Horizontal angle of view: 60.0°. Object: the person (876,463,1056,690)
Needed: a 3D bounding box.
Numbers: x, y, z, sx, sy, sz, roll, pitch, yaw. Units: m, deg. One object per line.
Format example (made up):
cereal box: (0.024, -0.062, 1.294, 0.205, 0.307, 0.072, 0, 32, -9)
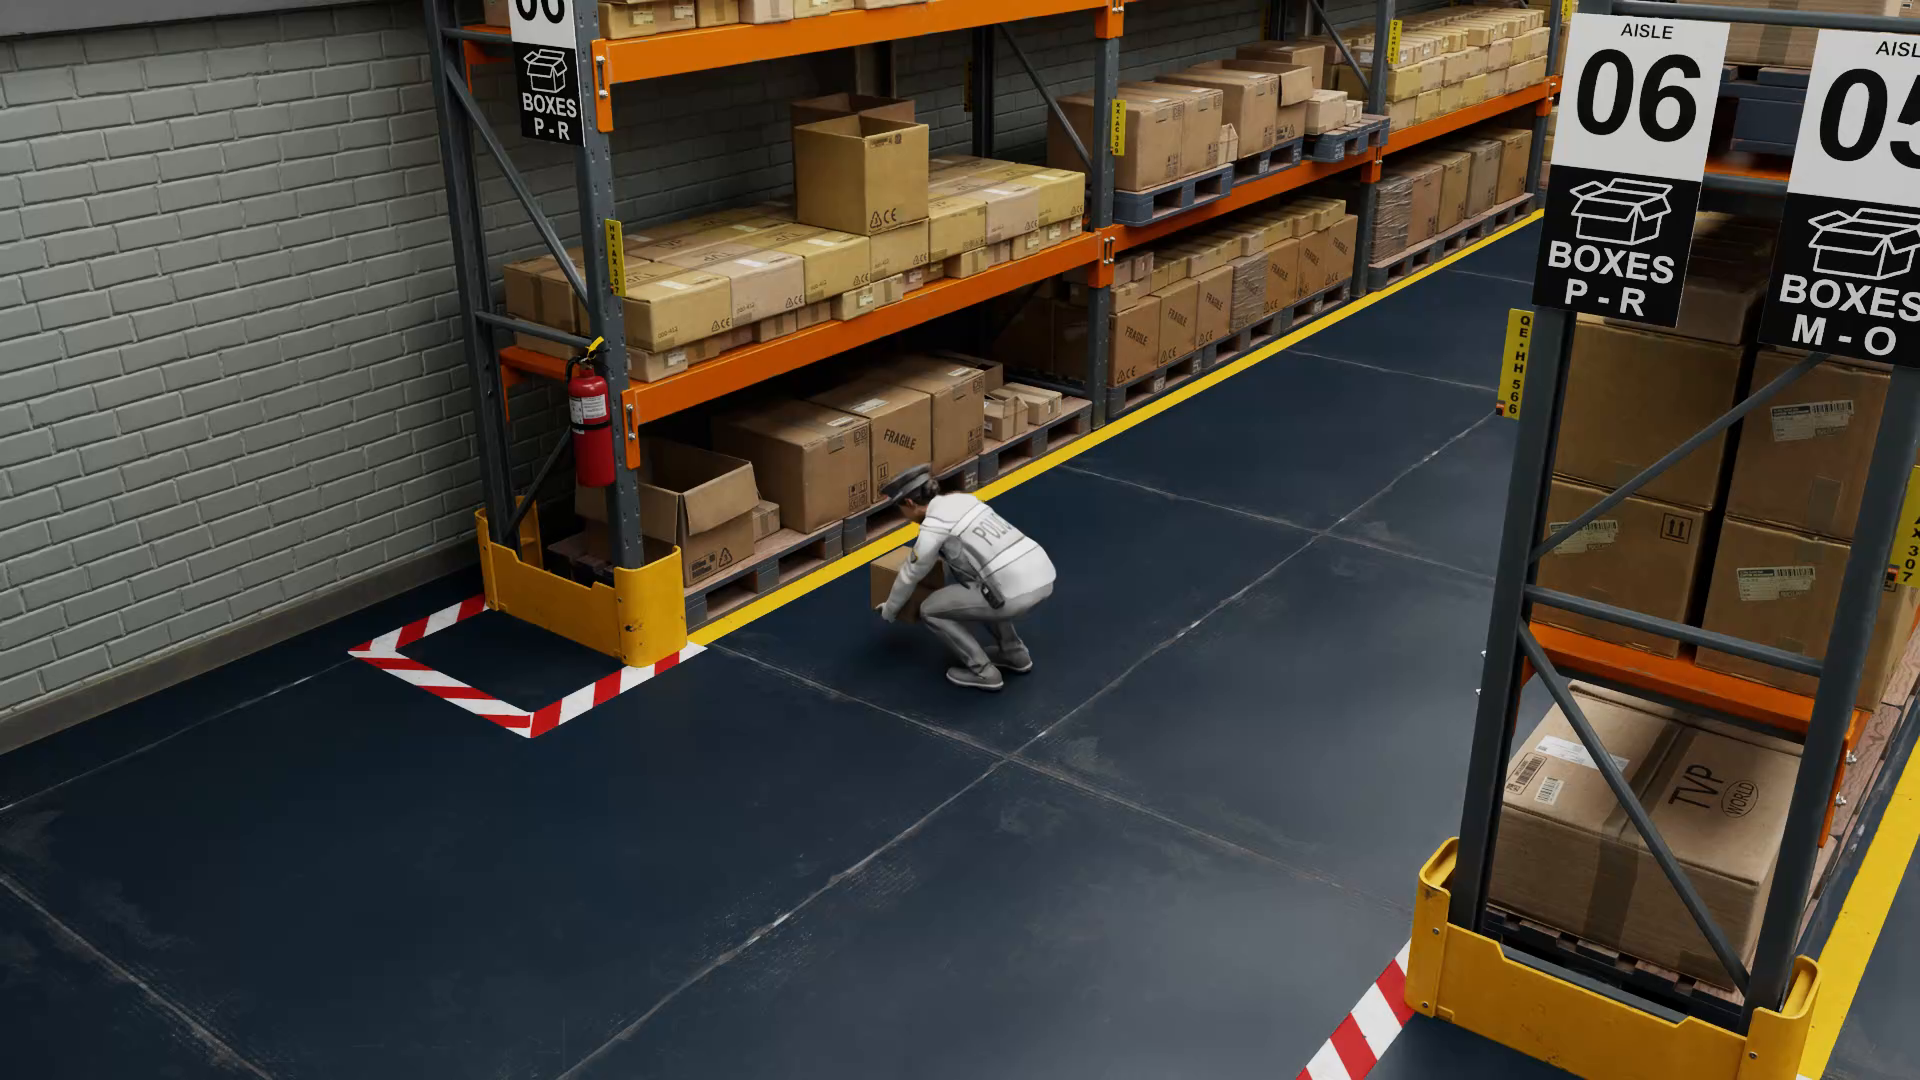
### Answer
person: (0.020, 0.152, 7.624, 0.857, 0.979, 0.462, 16, 28, 32)
